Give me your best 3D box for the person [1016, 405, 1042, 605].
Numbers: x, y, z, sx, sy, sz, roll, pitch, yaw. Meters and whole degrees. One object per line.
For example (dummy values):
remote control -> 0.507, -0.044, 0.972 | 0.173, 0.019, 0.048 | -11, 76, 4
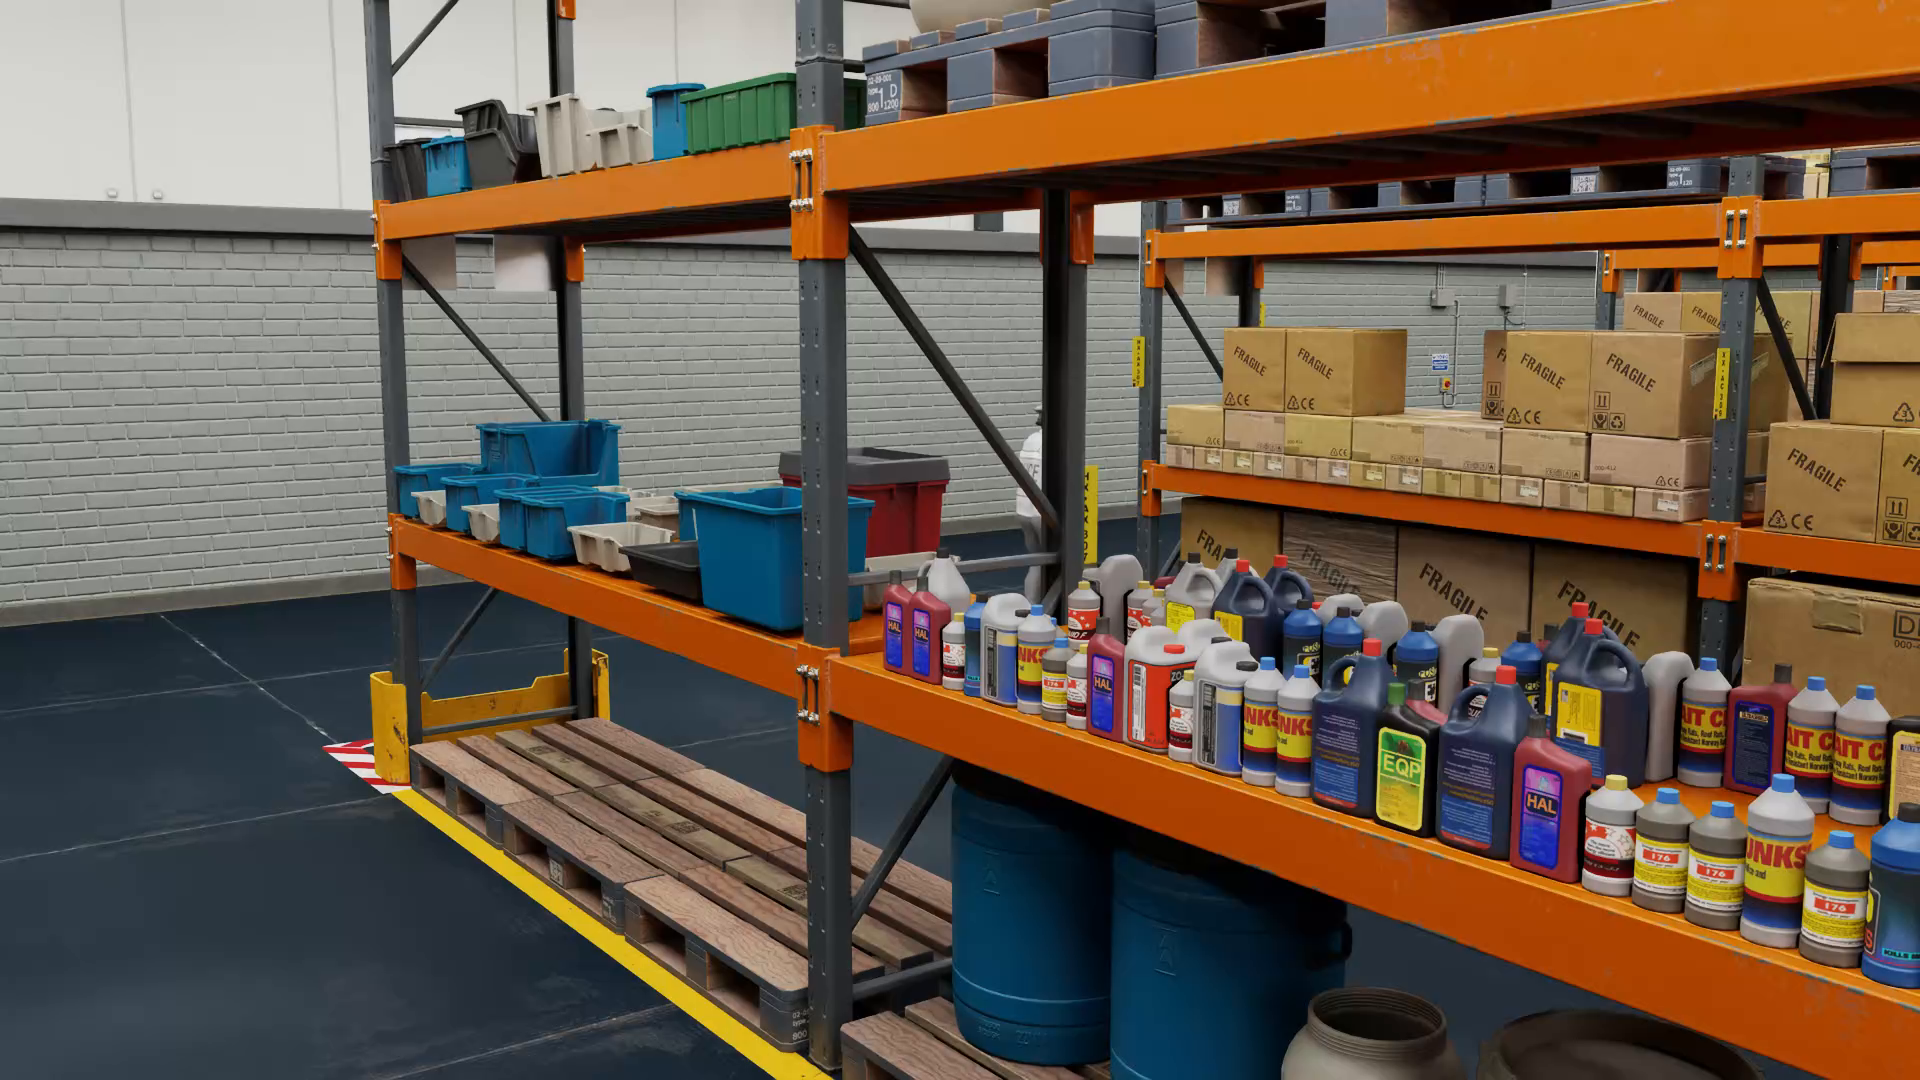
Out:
person -> 0.628, -0.161, 11.984 | 0.397, 1.656, 0.518 | -5, 9, -31
